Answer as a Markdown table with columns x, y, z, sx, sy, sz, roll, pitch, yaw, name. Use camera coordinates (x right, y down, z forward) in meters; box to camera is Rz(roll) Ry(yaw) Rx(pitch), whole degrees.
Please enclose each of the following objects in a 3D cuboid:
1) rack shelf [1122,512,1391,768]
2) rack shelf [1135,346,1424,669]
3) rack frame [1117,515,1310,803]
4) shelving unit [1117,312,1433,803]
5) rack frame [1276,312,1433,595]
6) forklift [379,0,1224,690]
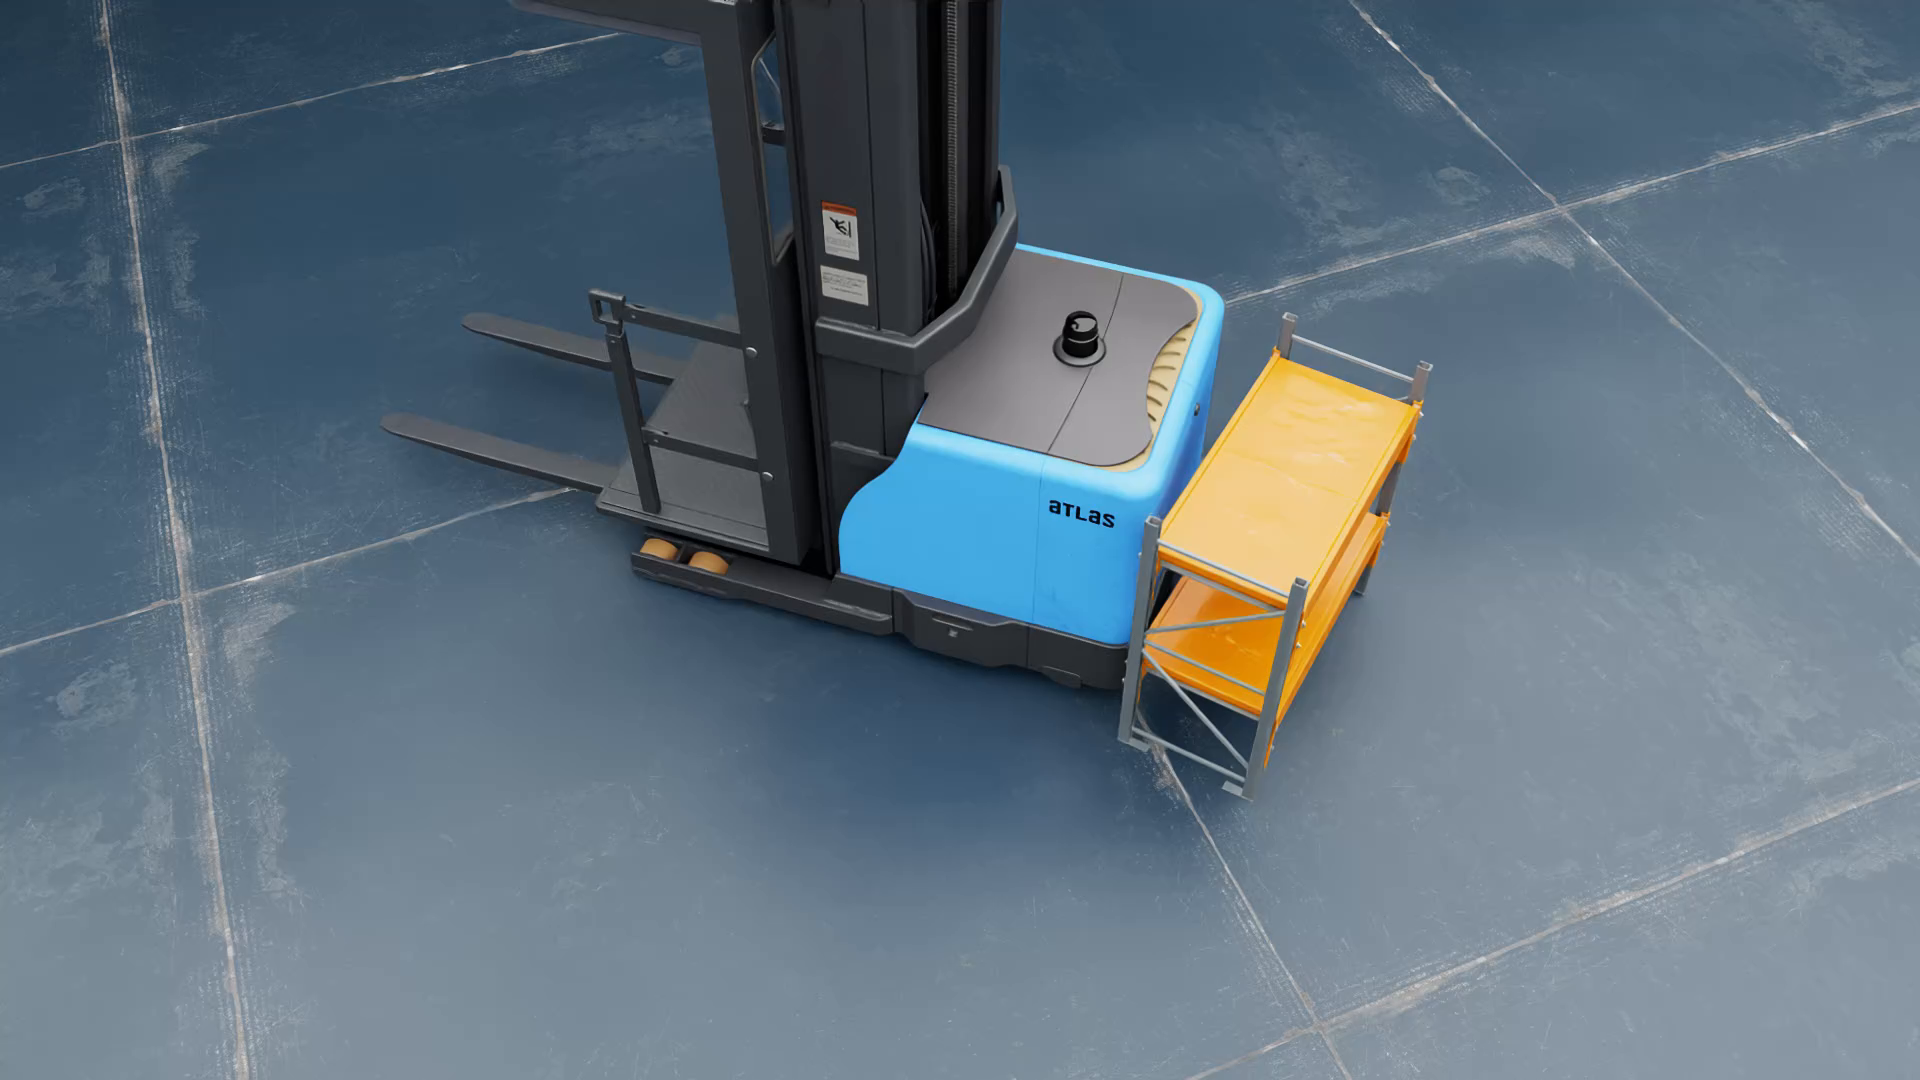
| x | y | z | sx | sy | sz | roll | pitch | yaw | name |
| --- | --- | --- | --- | --- | --- | --- | --- | --- | --- |
| 1.014 | 0.224 | 5.639 | 0.538 | 0.278 | 1.000 | 24 | 53 | 19 | rack shelf |
| 1.014 | -0.126 | 5.231 | 0.538 | 0.278 | 1.000 | 24 | 53 | 19 | rack shelf |
| 0.759 | 0.398 | 5.166 | 0.500 | 1.125 | 0.032 | 24 | 53 | 19 | rack frame |
| 1.014 | 0.064 | 5.453 | 0.538 | 1.125 | 1.048 | 24 | 53 | 19 | shelving unit |
| 1.268 | -0.269 | 5.740 | 0.500 | 1.125 | 0.032 | 24 | 53 | 19 | rack frame |
| -0.675 | -1.118 | 5.278 | 3.031 | 2.935 | 1.130 | 14 | 51 | 12 | forklift |
